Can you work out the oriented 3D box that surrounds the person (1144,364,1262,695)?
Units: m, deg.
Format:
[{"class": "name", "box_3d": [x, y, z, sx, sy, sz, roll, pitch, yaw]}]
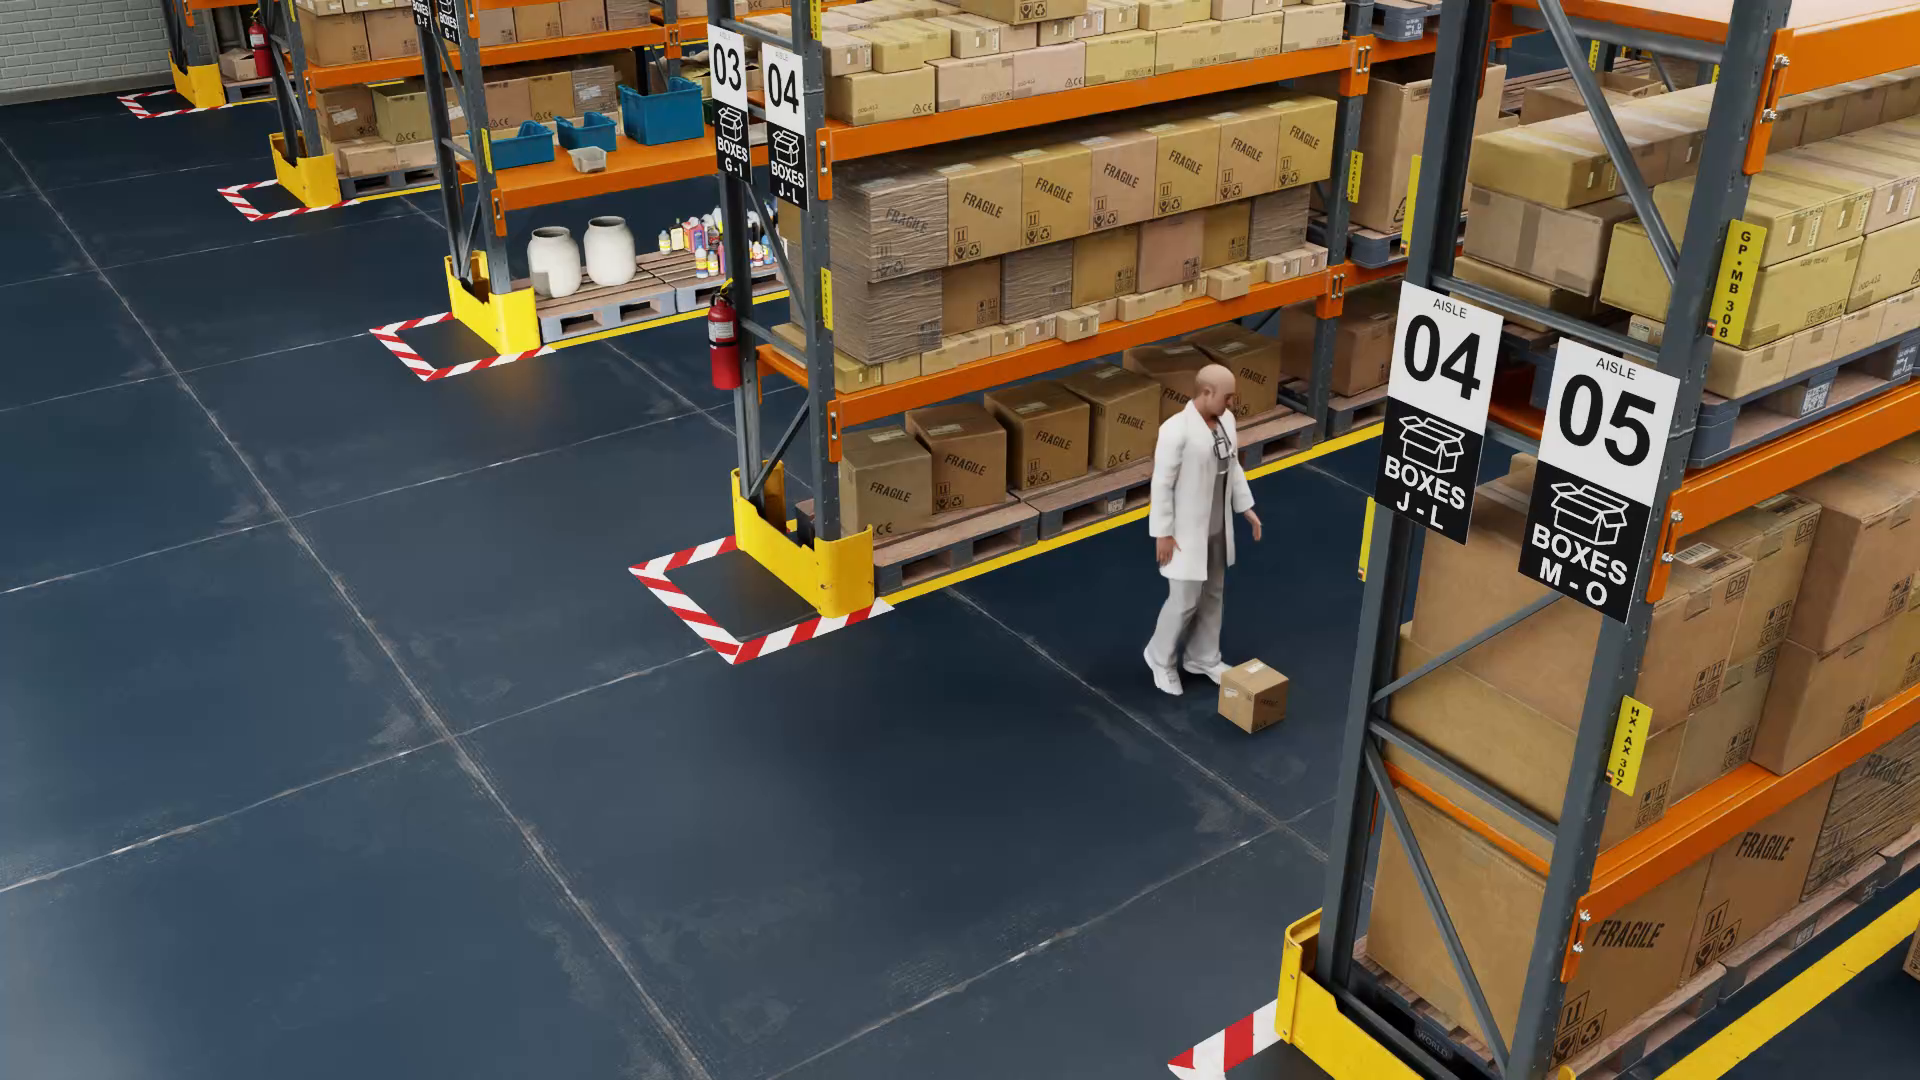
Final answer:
[{"class": "person", "box_3d": [1.303, -0.019, 8.710, 0.686, 1.841, 0.522, -23, 36, -36]}]
